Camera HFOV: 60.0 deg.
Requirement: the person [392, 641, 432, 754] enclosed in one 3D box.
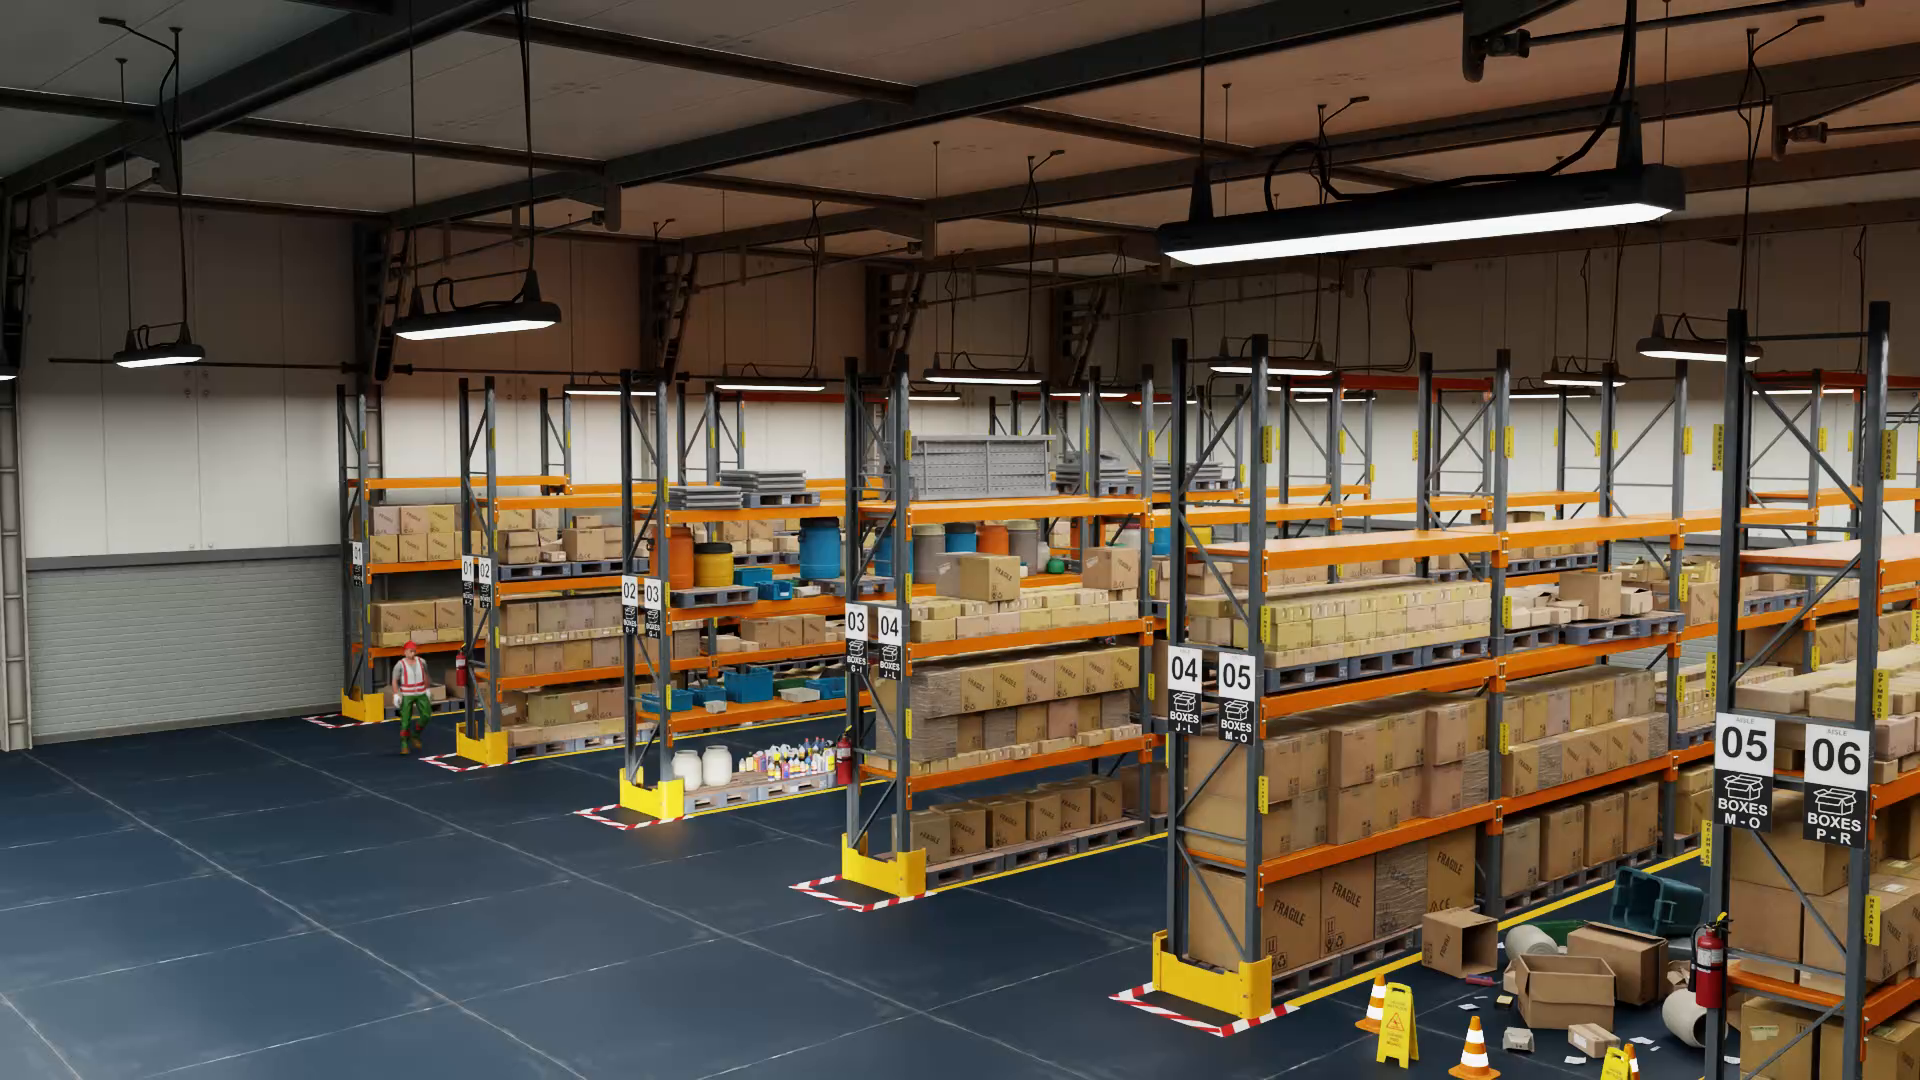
[{"bbox_3d":[-8.809,2.513,26.743,0.673,1.786,0.531,-3,5,-37],"label":"person"}]
